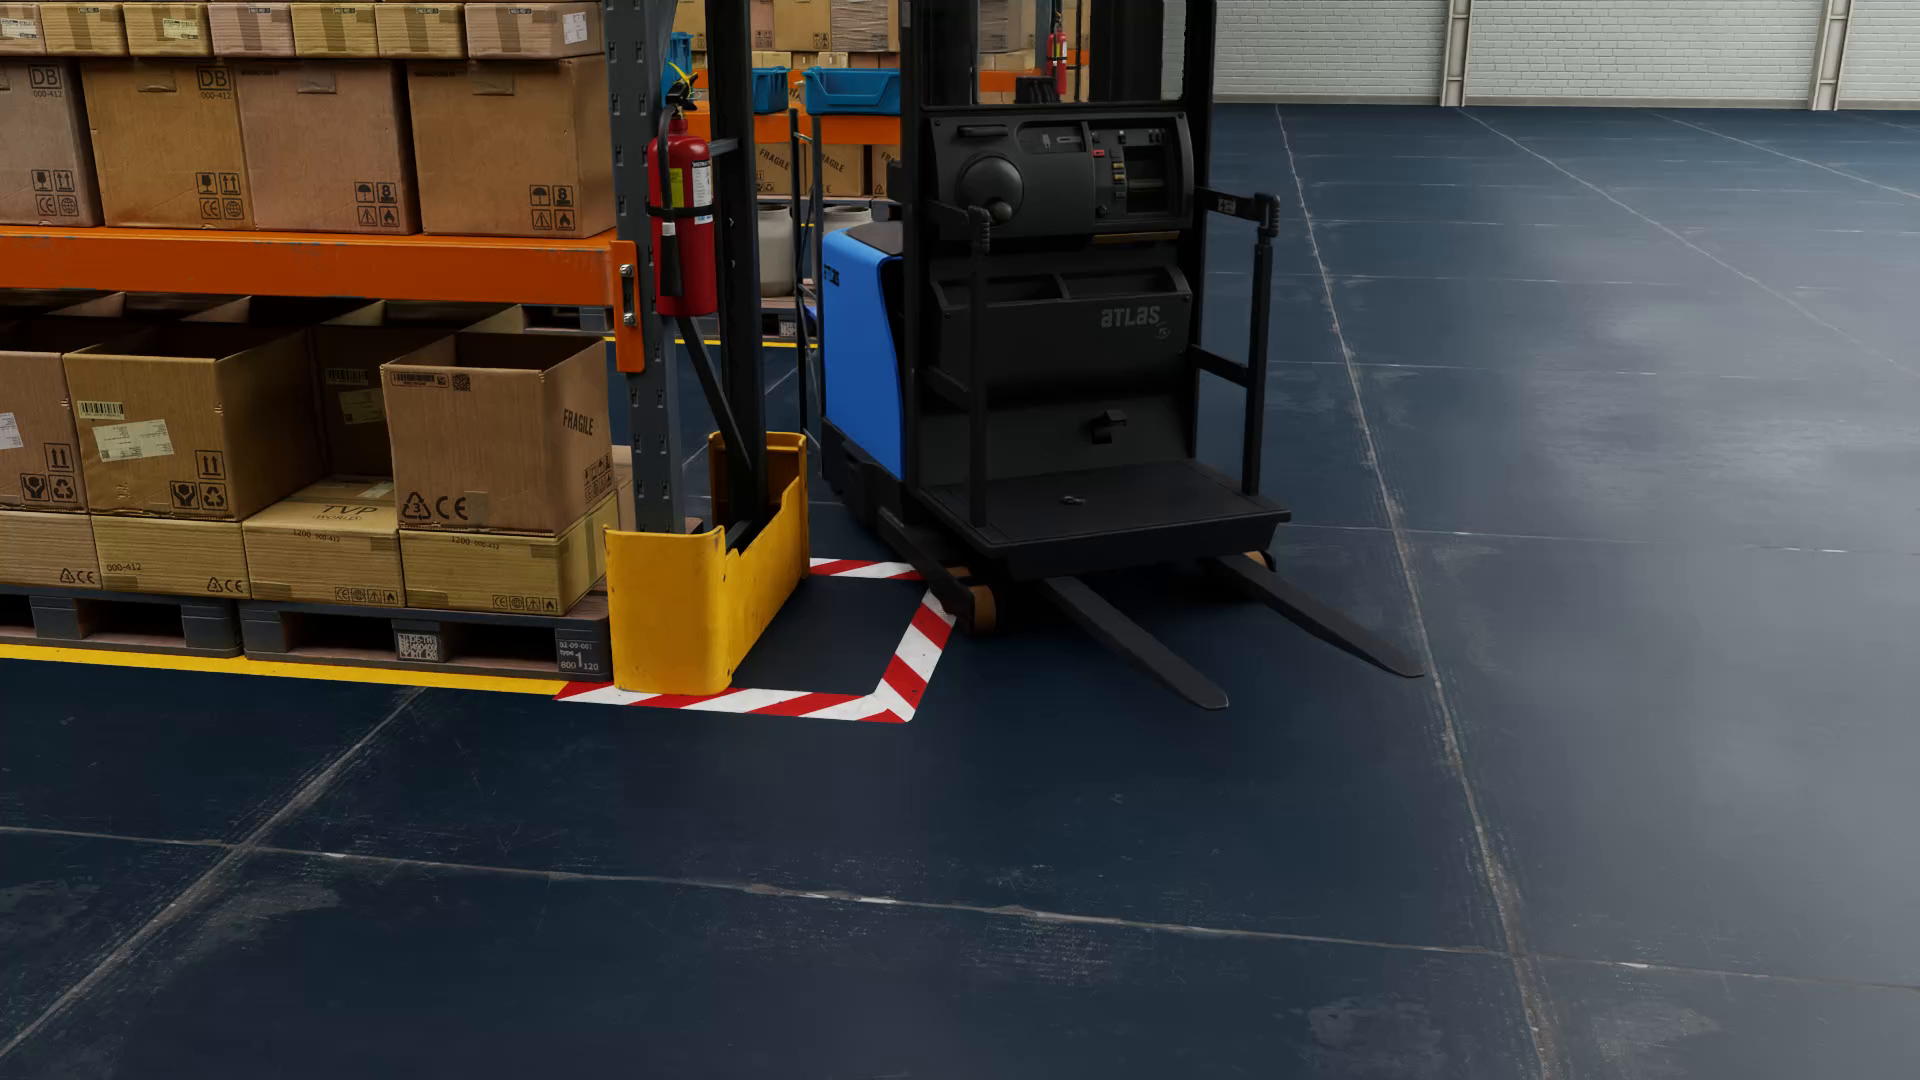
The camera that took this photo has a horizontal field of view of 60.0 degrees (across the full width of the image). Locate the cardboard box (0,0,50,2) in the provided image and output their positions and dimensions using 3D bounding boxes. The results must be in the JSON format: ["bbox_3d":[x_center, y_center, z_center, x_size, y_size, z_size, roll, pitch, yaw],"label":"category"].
[{"bbox_3d":[-2.836,-1.917,5.103,0.500,0.500,0.700,3,19,9],"label":"cardboard box"}]

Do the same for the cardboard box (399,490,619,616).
[{"bbox_3d":[-1.389,0.021,5.184,0.500,0.250,0.500,3,19,9],"label":"cardboard box"}]

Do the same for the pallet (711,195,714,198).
[{"bbox_3d":[-2.518,-3.109,15.262,1.213,0.211,1.003,3,19,9],"label":"pallet"}]

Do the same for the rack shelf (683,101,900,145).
[{"bbox_3d":[-1.998,-2.460,10.063,4.000,0.370,1.077,3,19,9],"label":"rack shelf"}]

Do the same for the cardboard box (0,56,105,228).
[{"bbox_3d":[-2.800,-1.301,5.307,0.500,0.500,0.700,3,19,10],"label":"cardboard box"}]

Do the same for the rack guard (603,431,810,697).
[{"bbox_3d":[-0.789,0.037,5.404,0.348,0.500,1.175,3,19,9],"label":"rack guard"}]

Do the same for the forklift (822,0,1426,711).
[{"bbox_3d":[0.426,-1.228,5.355,1.130,2.935,3.031,-7,20,-19],"label":"forklift"}]

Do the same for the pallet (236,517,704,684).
[{"bbox_3d":[-1.574,0.148,5.529,1.213,0.211,1.003,3,19,9],"label":"pallet"}]

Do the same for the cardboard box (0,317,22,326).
[{"bbox_3d":[-3.366,-0.430,5.350,0.500,0.500,0.500,3,19,9],"label":"cardboard box"}]

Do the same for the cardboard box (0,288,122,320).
[{"bbox_3d":[-3.283,-0.594,5.840,0.500,0.500,0.500,3,19,9],"label":"cardboard box"}]

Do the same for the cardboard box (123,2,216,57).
[{"bbox_3d":[-2.238,-1.516,4.926,0.250,0.149,0.380,4,19,10],"label":"cardboard box"}]

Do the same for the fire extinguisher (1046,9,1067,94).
[{"bbox_3d":[0.803,-4.066,13.849,0.183,0.674,0.296,3,19,9],"label":"fire extinguisher"}]

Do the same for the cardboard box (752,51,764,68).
[{"bbox_3d":[-1.784,-4.175,14.448,0.250,0.149,0.380,3,19,9],"label":"cardboard box"}]

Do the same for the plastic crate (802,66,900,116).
[{"bbox_3d":[-0.565,-2.562,9.467,0.616,0.251,0.499,3,19,9],"label":"plastic crate"}]

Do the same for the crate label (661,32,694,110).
[{"bbox_3d":[-1.883,-2.726,9.666,0.616,0.435,0.502,3,19,9],"label":"crate label"}]

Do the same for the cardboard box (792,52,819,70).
[{"bbox_3d":[-1.285,-4.160,14.405,0.250,0.149,0.380,3,19,9],"label":"cardboard box"}]

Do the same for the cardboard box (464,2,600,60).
[{"bbox_3d":[-1.220,-1.464,4.771,0.250,0.149,0.380,3,19,8],"label":"cardboard box"}]

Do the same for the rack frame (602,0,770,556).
[{"bbox_3d":[-0.812,-1.149,5.011,0.127,3.000,1.000,3,19,9],"label":"rack frame"}]

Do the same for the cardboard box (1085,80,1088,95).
[{"bbox_3d":[2.115,-7.760,28.441,0.500,0.250,0.500,3,19,9],"label":"cardboard box"}]

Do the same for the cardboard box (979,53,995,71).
[{"bbox_3d":[0.202,-4.096,14.213,0.250,0.149,0.380,3,19,9],"label":"cardboard box"}]

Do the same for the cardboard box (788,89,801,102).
[{"bbox_3d":[-1.690,-5.141,19.626,0.875,0.875,0.875,3,19,9],"label":"cardboard box"}]

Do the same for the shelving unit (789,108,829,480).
[{"bbox_3d":[-0.151,-1.089,7.193,1.048,1.500,0.538,-5,19,-16],"label":"shelving unit"}]

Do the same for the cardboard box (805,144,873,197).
[{"bbox_3d":[-1.062,-3.360,14.895,0.500,0.500,0.500,5,19,14],"label":"cardboard box"}]

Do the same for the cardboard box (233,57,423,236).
[{"bbox_3d":[-1.791,-1.249,5.151,0.500,0.500,0.700,3,19,10],"label":"cardboard box"}]

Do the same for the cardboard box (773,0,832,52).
[{"bbox_3d":[-1.267,-4.532,14.495,0.500,0.500,0.875,3,19,9],"label":"cardboard box"}]

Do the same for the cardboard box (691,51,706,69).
[{"bbox_3d":[-2.278,-4.200,14.523,0.250,0.149,0.380,3,19,9],"label":"cardboard box"}]

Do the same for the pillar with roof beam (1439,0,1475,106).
[{"bbox_3d":[7.815,-10.424,23.276,0.400,9.000,9.100,3,19,9],"label":"pillar with roof beam"}]

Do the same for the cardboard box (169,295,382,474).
[{"bbox_3d":[-2.296,-0.542,5.687,0.500,0.500,0.500,3,19,9],"label":"cardboard box"}]

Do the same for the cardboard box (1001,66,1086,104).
[{"bbox_3d":[0.969,-5.006,19.225,0.875,0.875,0.875,3,19,9],"label":"cardboard box"}]

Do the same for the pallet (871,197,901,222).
[{"bbox_3d":[-0.109,-2.986,14.895,1.213,0.211,1.003,3,19,9],"label":"pallet"}]

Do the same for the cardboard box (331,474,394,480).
[{"bbox_3d":[-1.801,-0.165,5.741,0.500,0.250,0.500,3,19,9],"label":"cardboard box"}]

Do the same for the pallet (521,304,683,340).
[{"bbox_3d":[-2.108,-1.472,10.371,1.213,0.211,1.003,3,19,9],"label":"pallet"}]

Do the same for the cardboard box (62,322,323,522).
[{"bbox_3d":[-2.379,-0.380,5.200,0.500,0.500,0.500,3,19,9],"label":"cardboard box"}]

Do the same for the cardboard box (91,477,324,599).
[{"bbox_3d":[-2.378,-0.025,5.322,0.500,0.250,0.500,3,19,9],"label":"cardboard box"}]

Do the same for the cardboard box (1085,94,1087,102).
[{"bbox_3d":[1.582,-6.380,24.314,0.500,0.250,0.500,3,19,8],"label":"cardboard box"}]

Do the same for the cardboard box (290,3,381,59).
[{"bbox_3d":[-1.731,-1.489,4.847,0.250,0.149,0.380,3,19,8],"label":"cardboard box"}]

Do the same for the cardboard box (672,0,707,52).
[{"bbox_3d":[-2.264,-4.564,14.590,0.500,0.500,0.875,3,19,9],"label":"cardboard box"}]

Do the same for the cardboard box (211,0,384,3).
[{"bbox_3d":[-1.844,-1.867,4.953,0.500,0.500,0.700,2,19,7],"label":"cardboard box"}]

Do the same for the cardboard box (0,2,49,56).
[{"bbox_3d":[-2.752,-1.541,5.002,0.250,0.149,0.380,3,19,8],"label":"cardboard box"}]

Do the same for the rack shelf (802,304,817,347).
[{"bbox_3d":[-0.151,-0.918,7.250,1.000,0.185,0.538,-5,19,-16],"label":"rack shelf"}]

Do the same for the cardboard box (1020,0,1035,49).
[{"bbox_3d":[0.729,-5.898,18.966,0.550,0.550,0.875,3,19,9],"label":"cardboard box"}]

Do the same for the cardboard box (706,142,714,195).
[{"bbox_3d":[-2.231,-3.409,15.040,0.500,0.500,0.500,9,21,26],"label":"cardboard box"}]

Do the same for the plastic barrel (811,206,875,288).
[{"bbox_3d":[-0.685,-1.729,10.003,0.421,0.512,0.421,0,18,0],"label":"plastic barrel"}]

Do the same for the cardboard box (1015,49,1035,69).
[{"bbox_3d":[0.519,-4.222,14.591,0.250,0.149,0.380,3,19,9],"label":"cardboard box"}]

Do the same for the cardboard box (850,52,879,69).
[{"bbox_3d":[-0.788,-4.141,14.348,0.250,0.149,0.380,3,19,9],"label":"cardboard box"}]

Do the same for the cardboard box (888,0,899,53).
[{"bbox_3d":[-0.289,-4.465,14.294,0.500,0.500,0.875,3,19,9],"label":"cardboard box"}]

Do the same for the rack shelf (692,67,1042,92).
[{"bbox_3d":[-1.212,-4.012,14.700,4.000,0.370,1.077,3,19,9],"label":"rack shelf"}]
